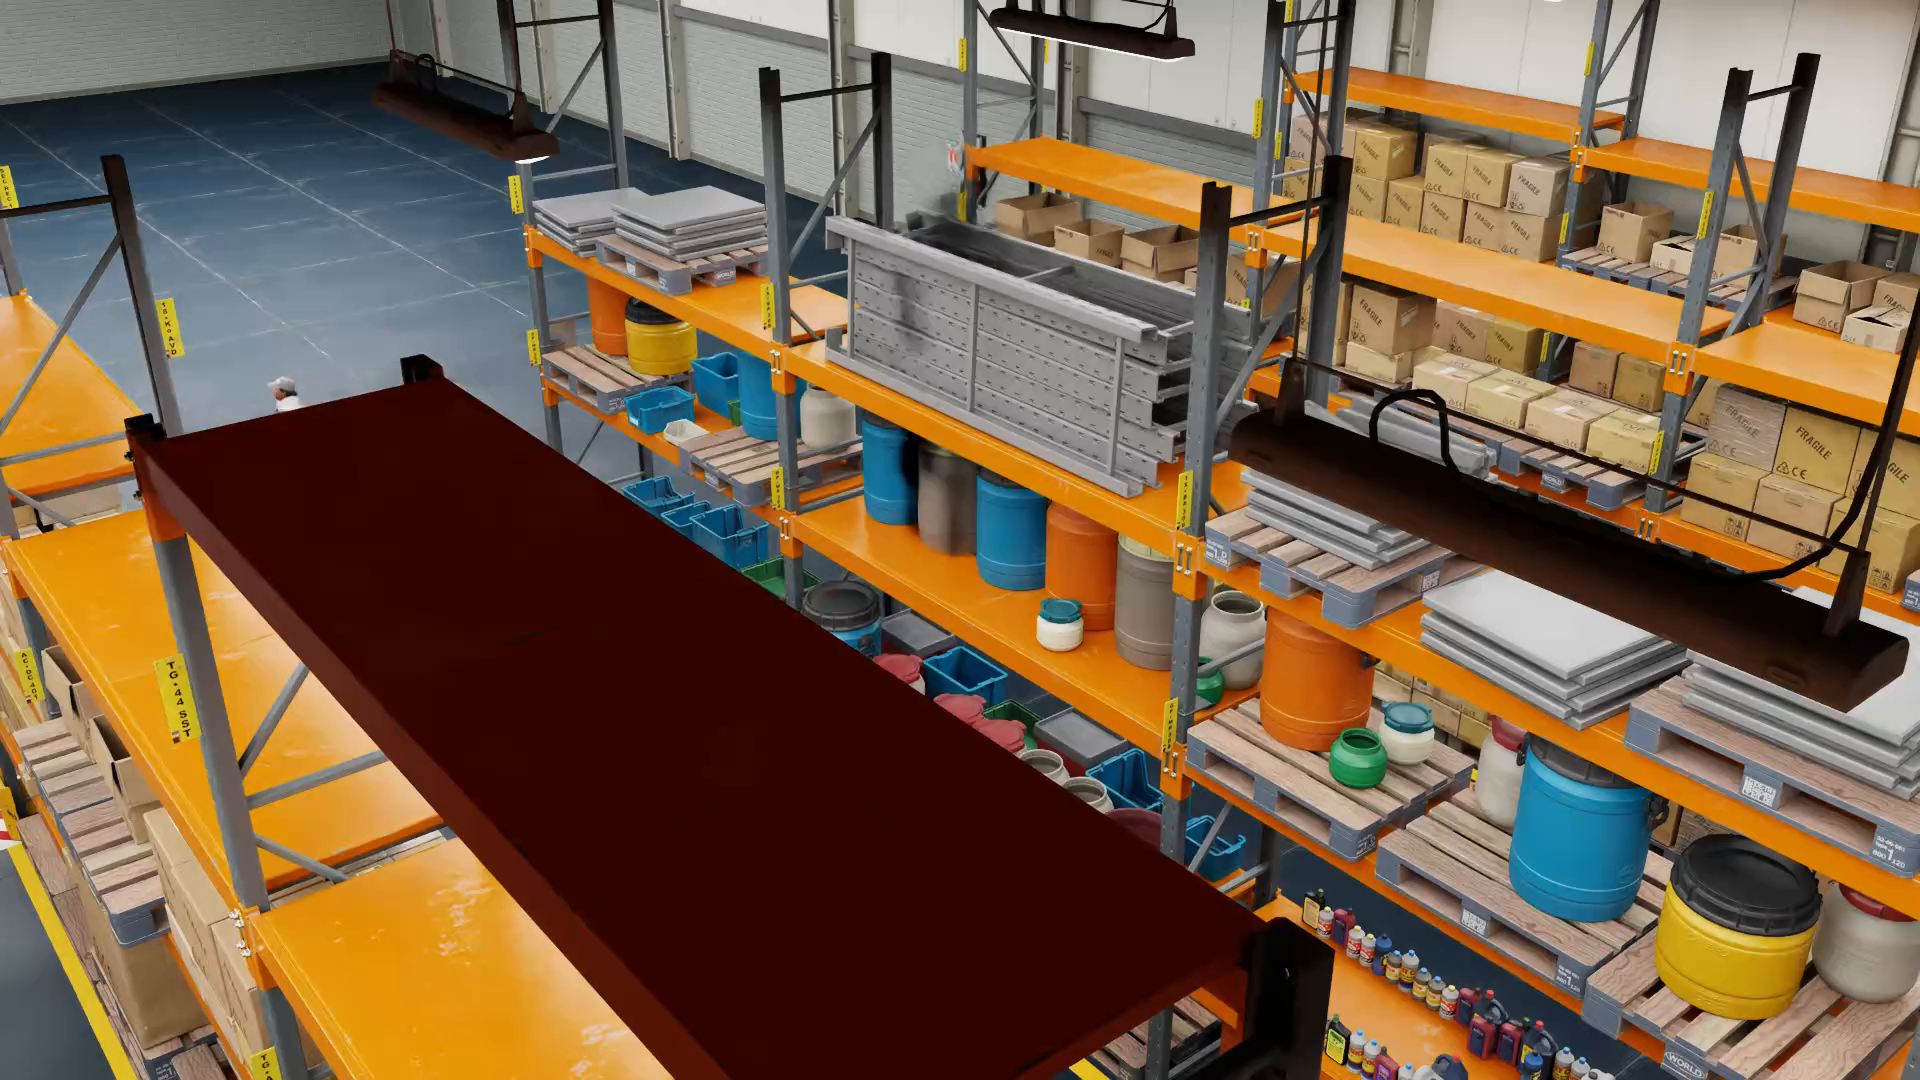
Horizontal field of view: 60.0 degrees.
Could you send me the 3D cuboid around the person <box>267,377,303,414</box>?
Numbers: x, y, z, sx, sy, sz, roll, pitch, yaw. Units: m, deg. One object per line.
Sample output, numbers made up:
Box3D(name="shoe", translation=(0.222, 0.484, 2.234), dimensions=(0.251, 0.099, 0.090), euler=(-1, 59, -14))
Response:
Box3D(name="person", translation=(-7.388, -1.050, 18.583), dimensions=(0.616, 1.607, 0.603), euler=(-7, 27, -14))
